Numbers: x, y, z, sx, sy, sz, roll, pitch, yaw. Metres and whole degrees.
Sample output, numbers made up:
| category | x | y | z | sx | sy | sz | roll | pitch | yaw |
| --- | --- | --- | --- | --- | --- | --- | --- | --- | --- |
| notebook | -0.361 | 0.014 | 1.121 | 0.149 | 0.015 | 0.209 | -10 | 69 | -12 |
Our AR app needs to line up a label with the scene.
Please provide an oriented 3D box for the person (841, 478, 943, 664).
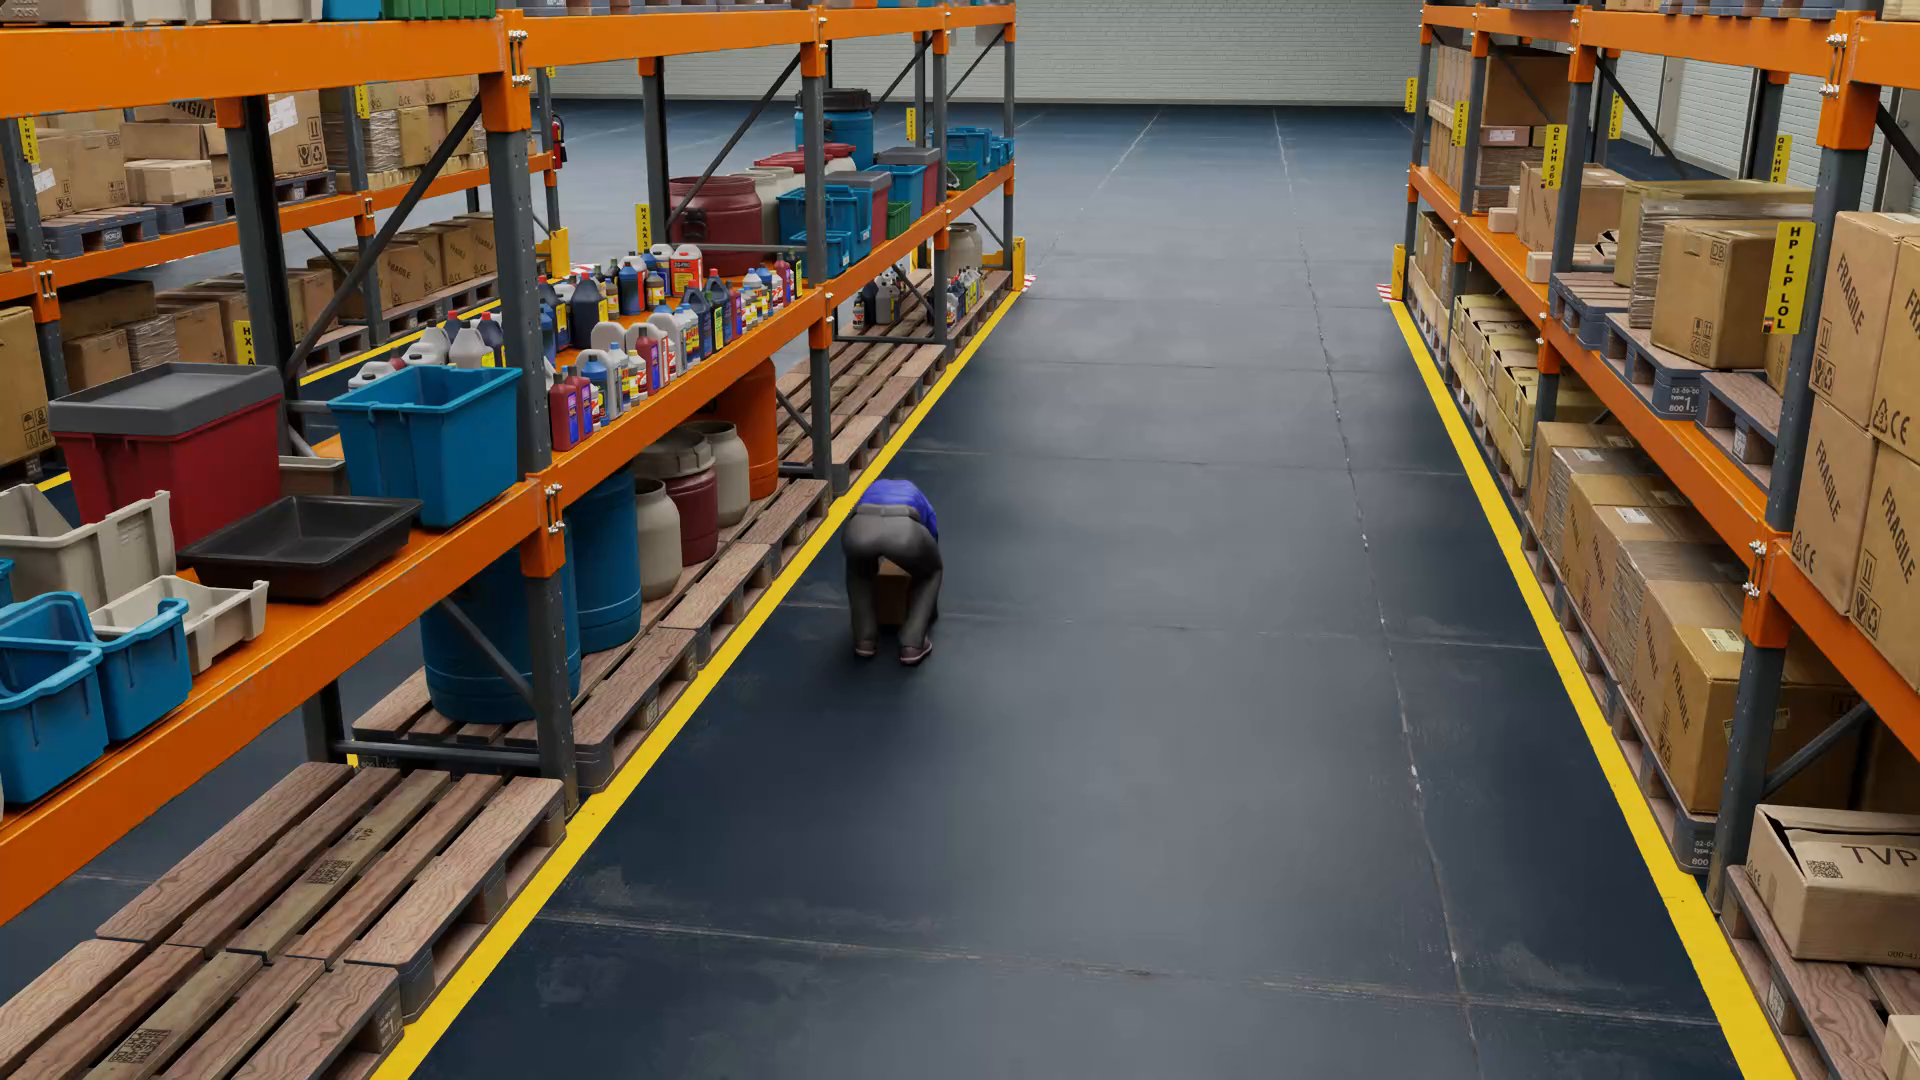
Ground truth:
| category | x | y | z | sx | sy | sz | roll | pitch | yaw |
| --- | --- | --- | --- | --- | --- | --- | --- | --- | --- |
| person | -0.307 | 0.114 | 7.657 | 0.458 | 0.794 | 0.871 | 2 | 18 | 6 |
